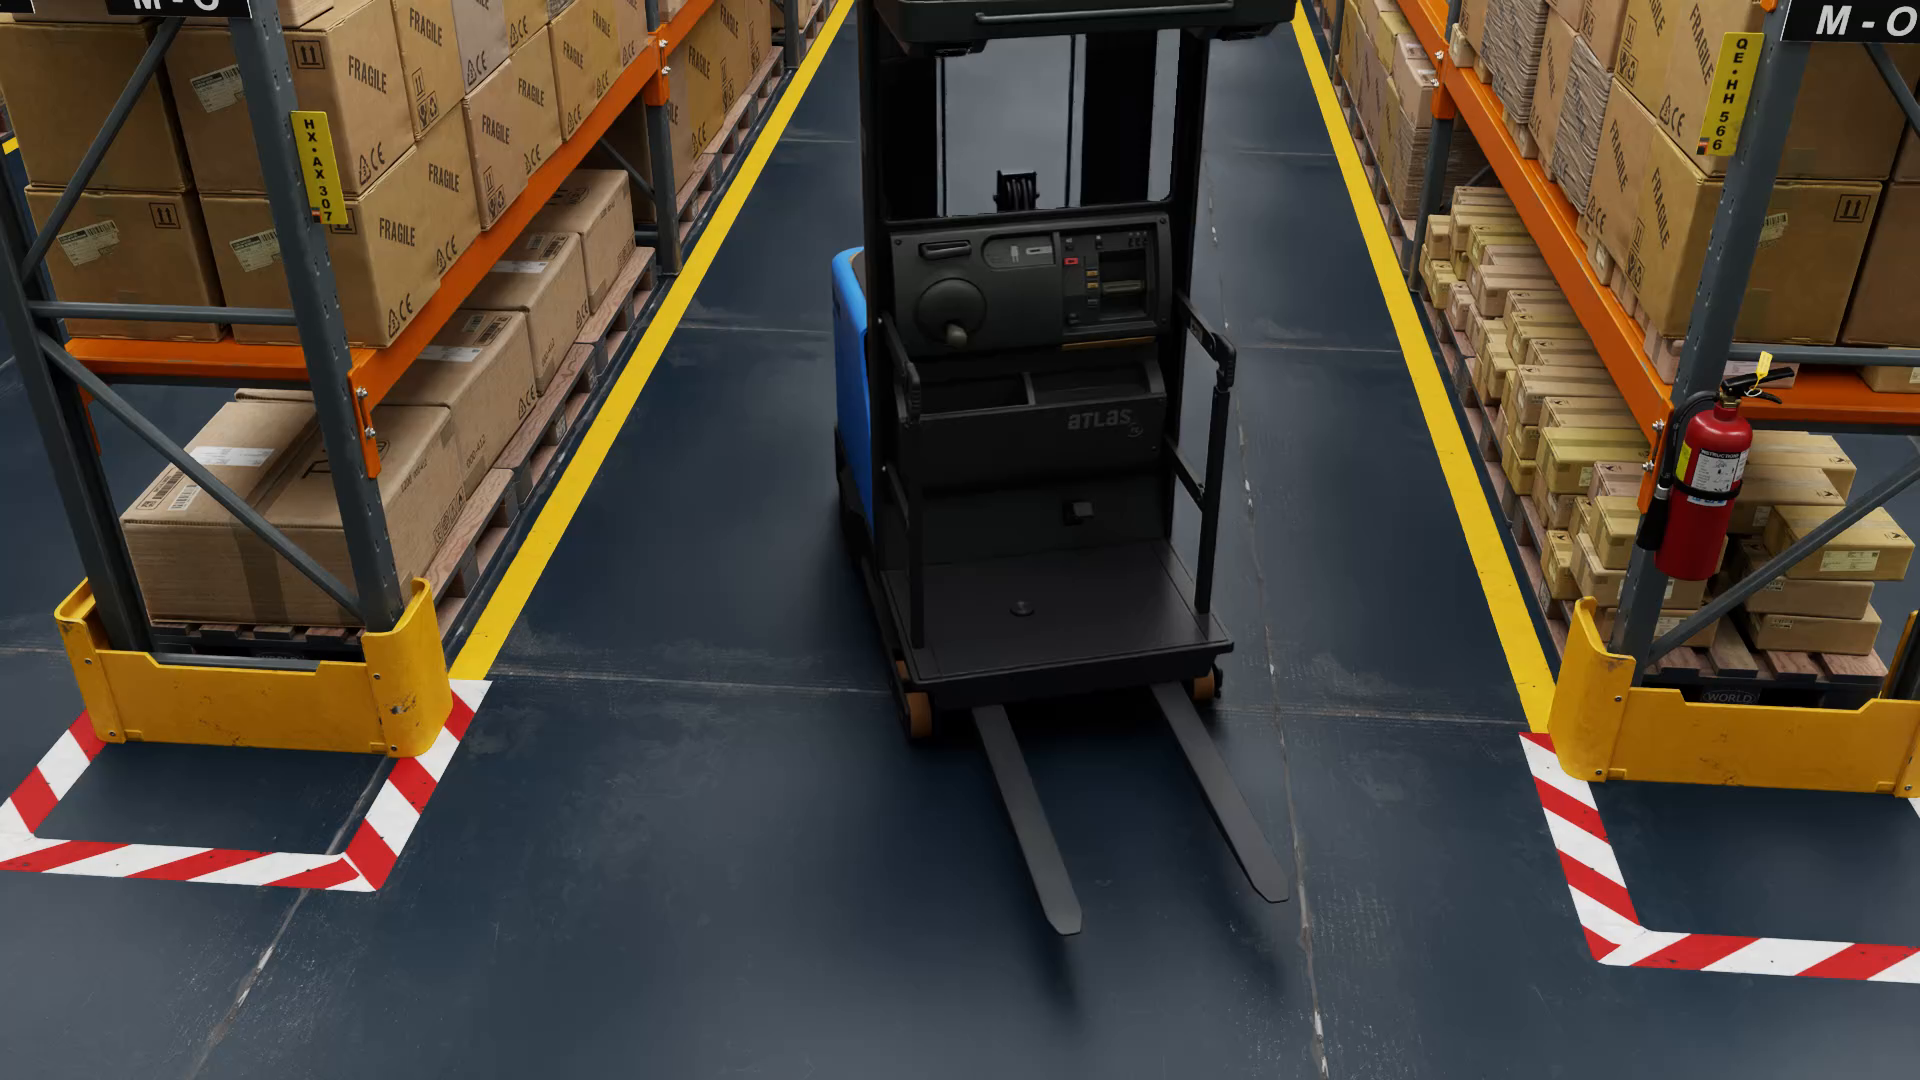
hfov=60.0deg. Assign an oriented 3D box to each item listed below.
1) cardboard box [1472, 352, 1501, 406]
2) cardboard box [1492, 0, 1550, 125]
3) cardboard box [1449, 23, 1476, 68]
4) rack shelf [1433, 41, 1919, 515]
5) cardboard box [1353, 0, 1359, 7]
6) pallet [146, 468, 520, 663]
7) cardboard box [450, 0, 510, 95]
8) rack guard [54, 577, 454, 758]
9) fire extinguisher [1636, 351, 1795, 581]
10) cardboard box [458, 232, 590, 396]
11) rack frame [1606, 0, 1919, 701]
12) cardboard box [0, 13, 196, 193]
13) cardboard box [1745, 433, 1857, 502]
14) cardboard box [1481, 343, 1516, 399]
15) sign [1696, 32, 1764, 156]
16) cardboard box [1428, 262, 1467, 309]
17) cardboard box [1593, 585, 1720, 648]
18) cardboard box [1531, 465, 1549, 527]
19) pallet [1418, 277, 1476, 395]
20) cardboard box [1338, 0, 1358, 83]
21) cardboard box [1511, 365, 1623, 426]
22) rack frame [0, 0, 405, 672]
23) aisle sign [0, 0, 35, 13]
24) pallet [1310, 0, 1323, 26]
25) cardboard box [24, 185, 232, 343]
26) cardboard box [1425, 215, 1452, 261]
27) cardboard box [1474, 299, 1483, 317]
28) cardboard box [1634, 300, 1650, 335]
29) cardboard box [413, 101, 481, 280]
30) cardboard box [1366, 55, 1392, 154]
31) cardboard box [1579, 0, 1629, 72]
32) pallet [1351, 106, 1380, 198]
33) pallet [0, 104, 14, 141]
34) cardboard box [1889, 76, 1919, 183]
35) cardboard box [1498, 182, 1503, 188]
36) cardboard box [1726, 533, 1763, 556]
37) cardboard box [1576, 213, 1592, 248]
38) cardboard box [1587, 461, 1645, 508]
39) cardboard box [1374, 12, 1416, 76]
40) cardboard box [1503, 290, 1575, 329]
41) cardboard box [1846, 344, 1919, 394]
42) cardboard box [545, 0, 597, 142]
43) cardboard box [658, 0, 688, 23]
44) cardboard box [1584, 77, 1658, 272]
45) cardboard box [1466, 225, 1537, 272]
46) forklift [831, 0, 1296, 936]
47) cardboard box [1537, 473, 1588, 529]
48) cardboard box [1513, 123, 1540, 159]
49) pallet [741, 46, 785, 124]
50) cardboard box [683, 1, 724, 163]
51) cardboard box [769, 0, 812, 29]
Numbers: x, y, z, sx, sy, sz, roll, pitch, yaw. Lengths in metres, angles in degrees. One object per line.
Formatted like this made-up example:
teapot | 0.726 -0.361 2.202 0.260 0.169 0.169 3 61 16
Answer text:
cardboard box | 2.494 -0.713 7.364 0.380 0.149 0.250 2 32 3
cardboard box | 2.508 -2.004 6.765 0.500 0.500 0.500 2 32 3
cardboard box | 2.560 -2.363 7.965 0.380 0.149 0.250 4 32 6
rack shelf | 2.746 -1.252 6.609 1.077 0.370 4.000 2 32 4
cardboard box | 2.938 -3.780 11.291 0.500 0.250 0.500 1 32 2
pallet | -2.371 0.094 6.396 1.003 0.211 1.213 2 32 4
cardboard box | -1.966 -1.918 5.955 0.500 0.500 0.500 2 32 4
rack guard | -2.360 0.405 5.616 1.175 0.500 0.348 2 32 4
fire extinguisher | 2.103 -0.209 4.659 0.296 0.674 0.183 2 32 4
cardboard box | -2.263 -1.059 7.651 0.875 0.438 0.875 2 32 3
rack frame | 2.584 -0.513 4.723 1.000 3.000 0.127 2 32 4
cardboard box | -2.556 -1.402 5.117 0.500 0.500 0.500 3 32 6
cardboard box | 3.016 -0.266 6.073 0.380 0.149 0.250 2 32 4
cardboard box | 2.446 -0.714 7.083 0.380 0.149 0.250 3 32 4
sign | 2.032 -1.174 4.392 0.100 0.325 0.005 2 32 4
cardboard box | 2.538 -1.254 8.242 0.380 0.149 0.250 3 32 5
cardboard box | 2.419 0.238 5.822 0.380 0.149 0.250 3 32 5
cardboard box | 2.453 -0.165 6.476 0.380 0.149 0.250 3 32 4
pallet | 2.890 -1.065 8.276 1.003 0.211 1.213 2 32 4
cardboard box | 2.923 -3.452 11.474 0.500 0.500 0.500 1 32 2
cardboard box | 2.397 -0.564 6.556 0.380 0.149 0.250 4 32 6
rack frame | -2.358 -0.671 4.980 1.000 3.000 0.127 2 32 4
aisle sign | -2.673 -1.754 4.259 0.394 0.787 0.004 2 32 4
pallet | 3.476 -4.554 13.939 1.003 0.211 1.213 2 32 4
cardboard box | -2.583 -0.977 5.382 0.500 0.500 0.500 3 32 4
cardboard box | 2.561 -1.520 8.391 0.380 0.149 0.250 4 32 6
cardboard box | 2.621 -1.114 7.732 0.380 0.149 0.250 1 32 1
cardboard box | 2.386 -0.717 5.293 0.380 0.149 0.250 2 32 4
cardboard box | -2.020 -1.218 5.773 0.500 0.500 0.500 2 32 3
cardboard box | 2.807 -2.653 10.178 0.500 0.500 0.500 2 32 3
cardboard box | 2.448 -1.895 5.634 0.500 0.500 0.500 4 32 6
pallet | 3.068 -2.464 10.547 1.003 0.211 1.213 2 32 4
pallet | -6.855 -2.852 11.177 1.003 0.211 1.213 2 32 4
cardboard box | 2.885 -1.331 4.719 0.500 0.500 0.500 2 32 4
cardboard box | 3.234 -2.094 9.271 0.500 0.500 0.500 4 32 6
cardboard box | 2.961 -0.008 5.938 0.380 0.149 0.250 2 32 4
cardboard box | 2.440 -1.119 5.947 0.380 0.149 0.250 1 32 2
cardboard box | 2.452 -0.148 5.881 0.380 0.149 0.250 3 32 5
cardboard box | 2.802 -2.984 10.000 0.500 0.250 0.500 1 32 2
cardboard box | 2.581 -0.963 7.203 0.380 0.149 0.250 1 32 2
cardboard box | 2.937 -0.561 5.041 0.380 0.149 0.250 2 32 4
cardboard box | -1.878 -2.019 7.072 0.500 0.500 0.500 2 32 3
cardboard box | -1.734 -2.918 8.769 0.500 0.250 0.500 2 32 3
cardboard box | 2.411 -1.197 5.454 0.500 0.500 0.500 2 32 3
cardboard box | 2.622 -1.376 7.873 0.380 0.149 0.250 2 32 3
forklift | 0.286 -0.786 5.232 1.130 2.935 3.031 -6 32 -10
cardboard box | 2.383 -0.164 6.191 0.380 0.149 0.250 1 32 2
cardboard box | 2.501 -1.673 6.844 0.380 0.149 0.250 4 32 6
pallet | -1.846 -3.258 11.836 1.003 0.211 1.213 2 32 4
cardboard box | -1.996 -2.837 10.120 0.875 0.875 0.875 3 32 5
cardboard box | -1.651 -4.210 12.826 0.950 0.372 0.625 0 32 1
